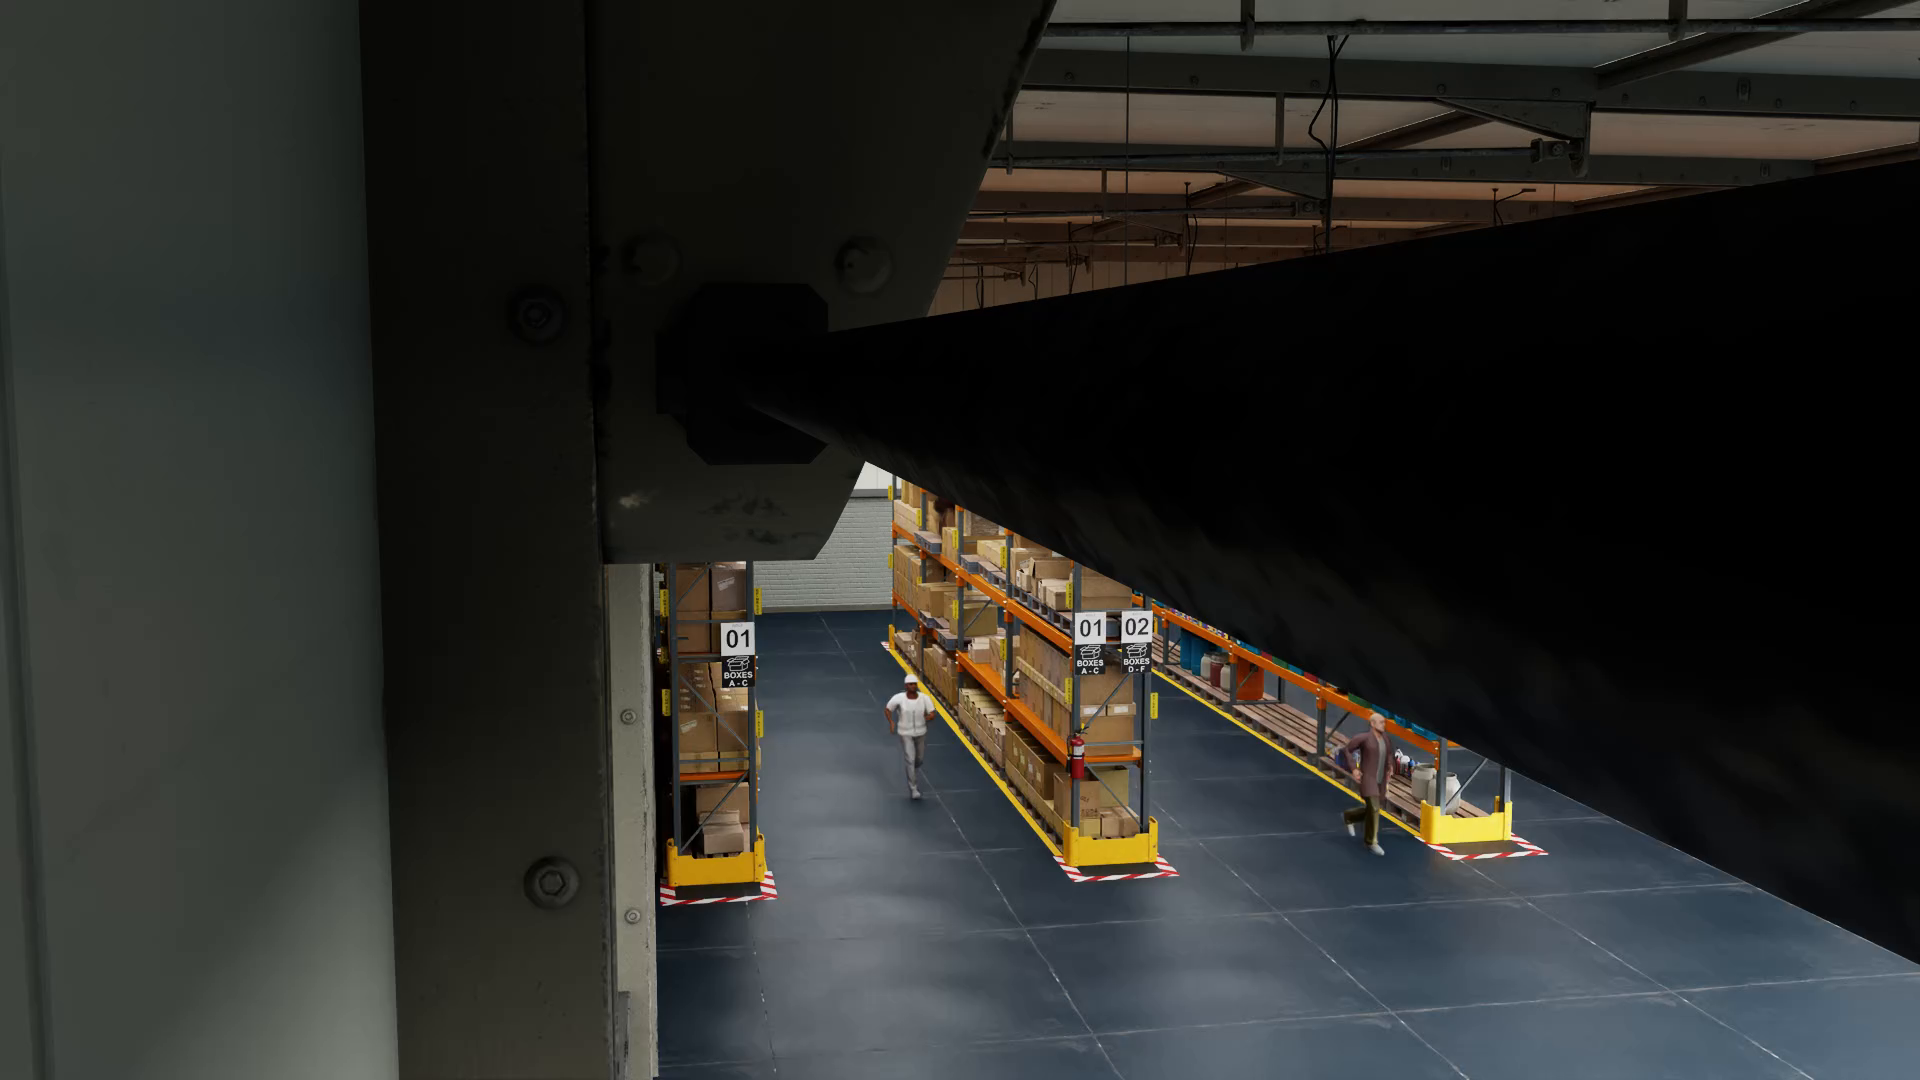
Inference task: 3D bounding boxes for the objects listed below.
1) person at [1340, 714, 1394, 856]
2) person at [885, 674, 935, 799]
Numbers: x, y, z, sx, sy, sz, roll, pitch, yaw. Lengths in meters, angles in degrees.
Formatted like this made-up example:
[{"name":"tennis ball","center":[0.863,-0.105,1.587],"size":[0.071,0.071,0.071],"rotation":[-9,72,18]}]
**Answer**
[{"name":"person","center":[5.352,3.139,21.688],"size":[0.751,1.773,0.913],"rotation":[-4,7,-30]},{"name":"person","center":[-0.701,2.823,24.264],"size":[0.710,1.747,0.968],"rotation":[-2,6,-18]}]
